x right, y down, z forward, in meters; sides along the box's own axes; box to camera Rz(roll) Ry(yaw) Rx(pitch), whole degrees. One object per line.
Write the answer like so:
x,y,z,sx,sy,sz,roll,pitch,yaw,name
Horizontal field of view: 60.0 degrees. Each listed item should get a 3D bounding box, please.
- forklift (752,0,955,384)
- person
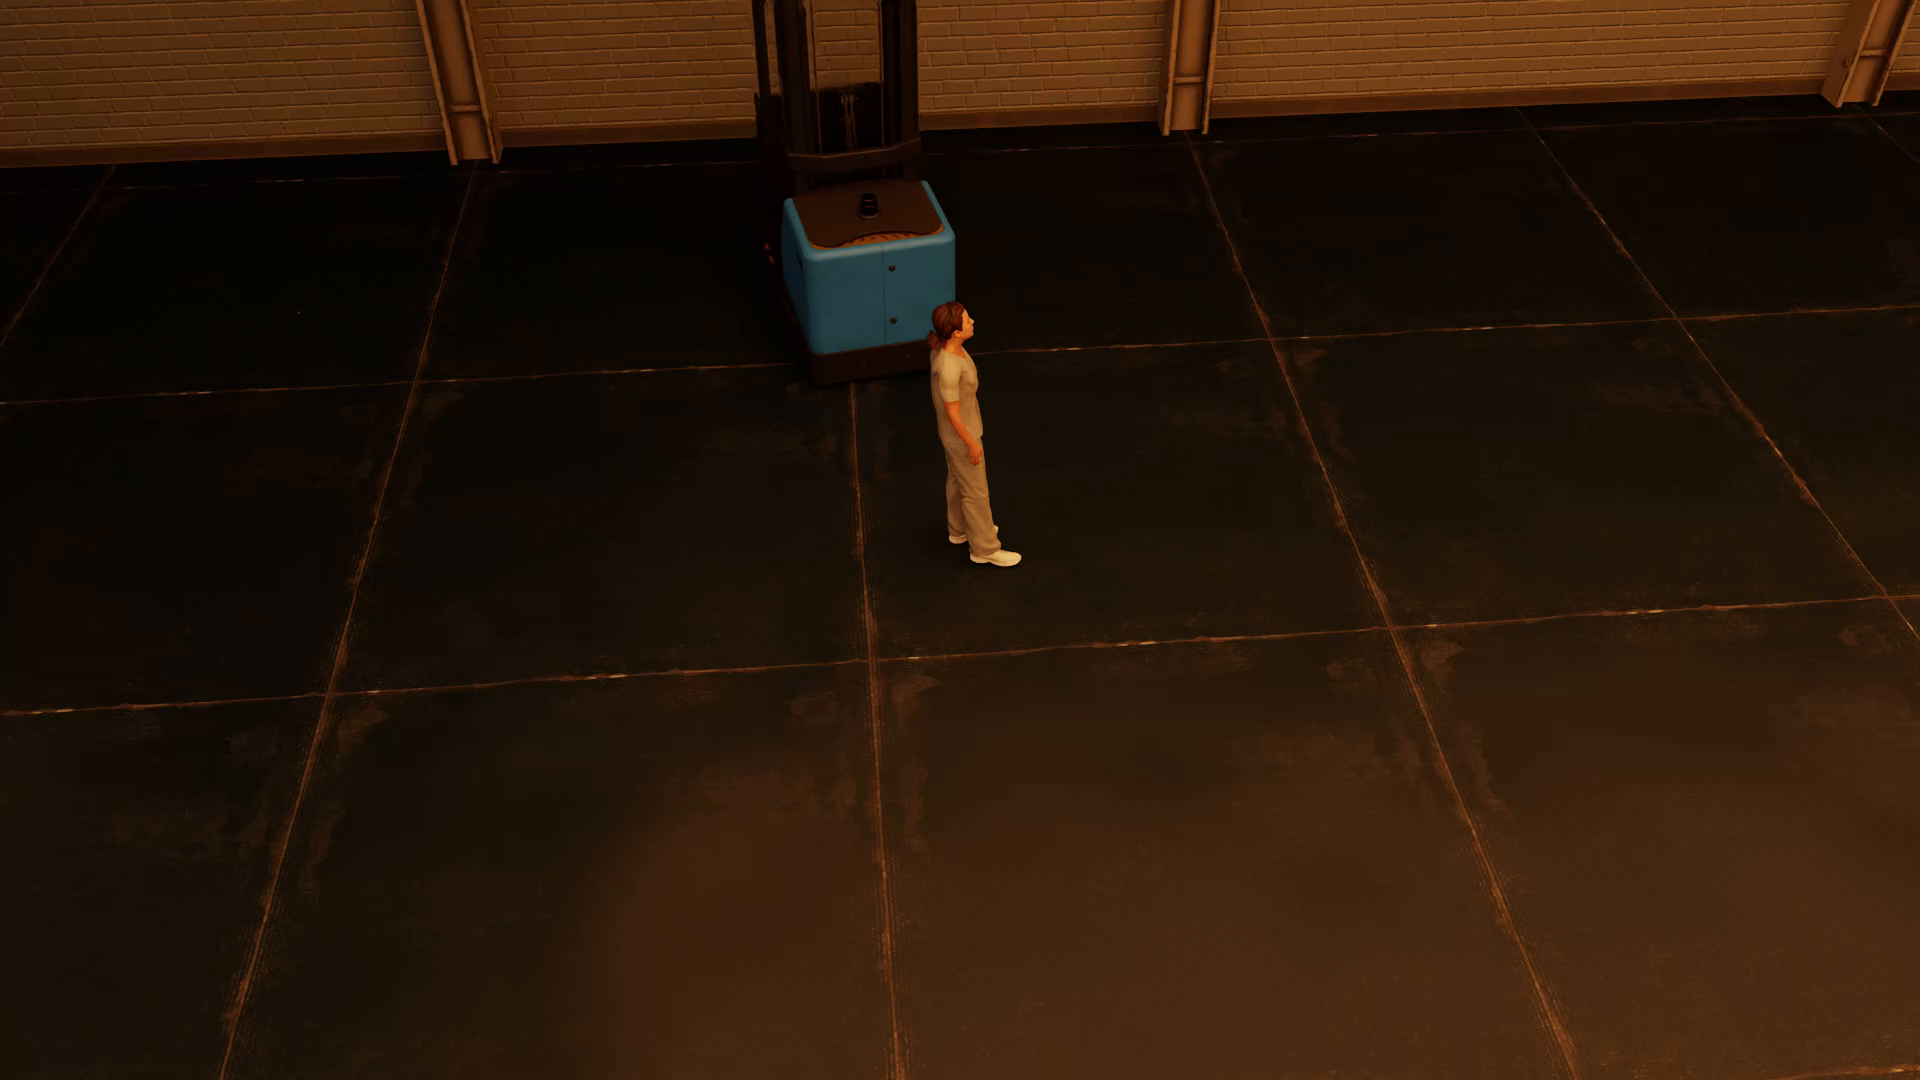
-0.891,-3.141,11.610,1.130,2.935,3.031,-10,42,-11,forklift
0.075,-0.638,9.638,0.548,1.673,0.550,-3,41,-4,person
